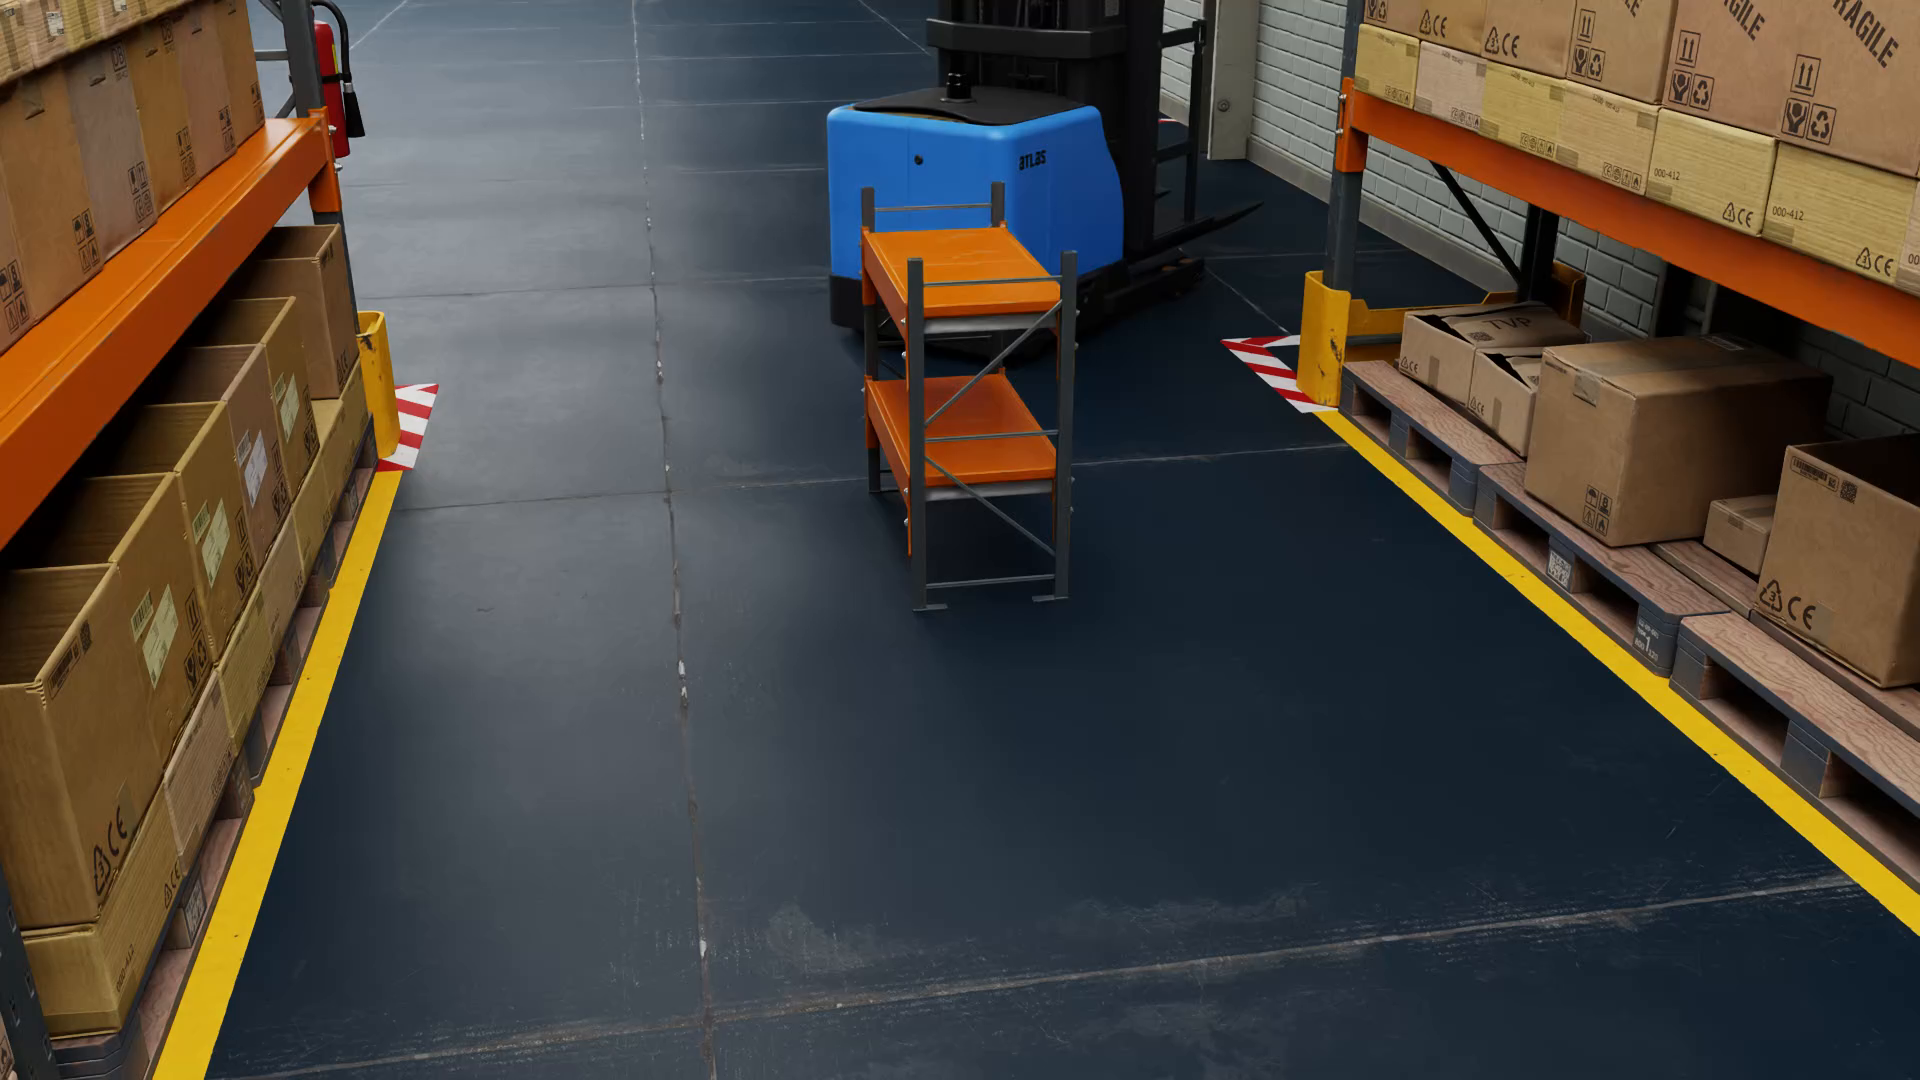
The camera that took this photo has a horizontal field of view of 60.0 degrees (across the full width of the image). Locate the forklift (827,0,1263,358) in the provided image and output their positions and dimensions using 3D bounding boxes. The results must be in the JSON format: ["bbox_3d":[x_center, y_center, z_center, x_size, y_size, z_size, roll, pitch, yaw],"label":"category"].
[{"bbox_3d":[0.634,-2.696,8.261,1.130,2.935,3.031,16,28,32],"label":"forklift"}]

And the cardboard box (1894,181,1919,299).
[{"bbox_3d":[2.410,-0.605,3.550,0.500,0.250,0.500,-4,24,-10],"label":"cardboard box"}]

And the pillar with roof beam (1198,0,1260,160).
[{"bbox_3d":[-2.305,-6.654,9.741,9.100,9.000,0.400,-4,24,-10],"label":"pillar with roof beam"}]

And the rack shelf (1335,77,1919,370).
[{"bbox_3d":[2.426,-0.958,5.094,1.077,0.370,4.000,-4,24,-10],"label":"rack shelf"}]

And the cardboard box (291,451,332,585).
[{"bbox_3d":[-2.224,-0.057,5.044,0.500,0.250,0.500,-4,24,-10],"label":"cardboard box"}]

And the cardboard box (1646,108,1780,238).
[{"bbox_3d":[2.218,-0.999,4.451,0.500,0.250,0.500,-4,24,-10],"label":"cardboard box"}]

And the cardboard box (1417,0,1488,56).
[{"bbox_3d":[1.931,-1.953,5.700,0.500,0.500,0.500,-4,24,-10],"label":"cardboard box"}]

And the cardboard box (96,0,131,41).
[{"bbox_3d":[-2.265,-1.303,4.051,0.380,0.149,0.250,-5,24,-10],"label":"cardboard box"}]

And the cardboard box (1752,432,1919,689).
[{"bbox_3d":[2.564,0.038,4.489,0.500,0.500,0.500,-6,24,-14],"label":"cardboard box"}]

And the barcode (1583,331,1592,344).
[{"bbox_3d":[2.492,-0.792,6.613,0.001,0.075,0.075,-4,24,-10],"label":"barcode"}]

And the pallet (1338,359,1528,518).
[{"bbox_3d":[2.186,-0.444,6.504,1.003,0.211,1.213,-4,24,-10],"label":"pallet"}]

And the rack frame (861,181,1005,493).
[{"bbox_3d":[-0.093,-0.713,5.977,0.500,1.125,0.032,-4,24,-10],"label":"rack frame"}]

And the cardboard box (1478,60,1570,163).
[{"bbox_3d":[2.033,-1.395,5.359,0.500,0.250,0.500,-5,24,-11],"label":"cardboard box"}]

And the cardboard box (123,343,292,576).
[{"bbox_3d":[-2.129,-0.204,4.444,0.500,0.500,0.500,-4,24,-10],"label":"cardboard box"}]

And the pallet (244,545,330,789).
[{"bbox_3d":[-2.407,0.348,4.689,1.003,0.211,1.213,-4,24,-10],"label":"pallet"}]

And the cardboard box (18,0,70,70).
[{"bbox_3d":[-2.173,-1.103,3.591,0.380,0.149,0.250,-5,24,-11],"label":"cardboard box"}]

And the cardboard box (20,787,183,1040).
[{"bbox_3d":[-1.860,0.730,3.242,0.500,0.250,0.500,-4,24,-10],"label":"cardboard box"}]

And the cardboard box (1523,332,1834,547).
[{"bbox_3d":[2.287,-0.335,5.343,0.700,0.500,0.500,-6,24,-13],"label":"cardboard box"}]

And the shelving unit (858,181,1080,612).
[{"bbox_3d":[0.001,-0.513,5.519,0.538,1.125,1.048,-4,24,-10],"label":"shelving unit"}]

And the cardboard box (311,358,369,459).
[{"bbox_3d":[-2.422,-0.450,5.942,0.500,0.250,0.500,-4,24,-10],"label":"cardboard box"}]

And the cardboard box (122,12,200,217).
[{"bbox_3d":[-2.550,-1.165,4.546,0.700,0.500,0.500,-4,24,-9],"label":"cardboard box"}]

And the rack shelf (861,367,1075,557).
[{"bbox_3d":[0.001,-0.289,5.617,0.538,0.278,1.000,-4,24,-10],"label":"rack shelf"}]

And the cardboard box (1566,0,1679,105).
[{"bbox_3d":[2.127,-1.547,4.771,0.500,0.500,0.500,-4,24,-8],"label":"cardboard box"}]

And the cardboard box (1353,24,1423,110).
[{"bbox_3d":[1.834,-1.799,6.284,0.500,0.250,0.500,-5,24,-11],"label":"cardboard box"}]

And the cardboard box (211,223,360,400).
[{"bbox_3d":[-2.420,-0.793,5.792,0.500,0.500,0.500,-4,24,-10],"label":"cardboard box"}]

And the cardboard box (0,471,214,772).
[{"bbox_3d":[-1.950,0.189,3.542,0.500,0.500,0.500,-4,24,-10],"label":"cardboard box"}]

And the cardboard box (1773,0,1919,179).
[{"bbox_3d":[2.306,-1.144,3.847,0.500,0.500,0.500,-4,24,-10],"label":"cardboard box"}]

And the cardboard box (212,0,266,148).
[{"bbox_3d":[-2.738,-1.567,5.466,0.700,0.500,0.500,-4,24,-10],"label":"cardboard box"}]

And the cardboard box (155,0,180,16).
[{"bbox_3d":[-2.363,-1.507,4.518,0.380,0.149,0.250,-4,24,-8],"label":"cardboard box"}]

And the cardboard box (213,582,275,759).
[{"bbox_3d":[-2.034,0.336,4.144,0.500,0.250,0.500,-4,24,-10],"label":"cardboard box"}]

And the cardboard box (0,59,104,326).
[{"bbox_3d":[-2.353,-0.757,3.611,0.700,0.500,0.500,-4,24,-9],"label":"cardboard box"}]

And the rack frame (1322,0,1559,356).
[{"bbox_3d":[2.056,-2.074,6.752,1.000,3.000,0.127,-4,24,-10],"label":"rack frame"}]

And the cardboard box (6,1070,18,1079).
[{"bbox_3d":[-1.710,1.076,2.448,0.500,0.250,0.500,-5,24,-10],"label":"cardboard box"}]

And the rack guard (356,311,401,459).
[{"bbox_3d":[-2.816,-0.570,6.431,1.175,0.500,0.348,-4,24,-10],"label":"rack guard"}]

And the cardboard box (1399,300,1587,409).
[{"bbox_3d":[2.096,-0.765,6.563,0.500,0.311,0.500,-7,25,-16],"label":"cardboard box"}]

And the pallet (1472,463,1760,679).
[{"bbox_3d":[2.408,0.035,5.407,1.003,0.211,1.213,-4,24,-10],"label":"pallet"}]
